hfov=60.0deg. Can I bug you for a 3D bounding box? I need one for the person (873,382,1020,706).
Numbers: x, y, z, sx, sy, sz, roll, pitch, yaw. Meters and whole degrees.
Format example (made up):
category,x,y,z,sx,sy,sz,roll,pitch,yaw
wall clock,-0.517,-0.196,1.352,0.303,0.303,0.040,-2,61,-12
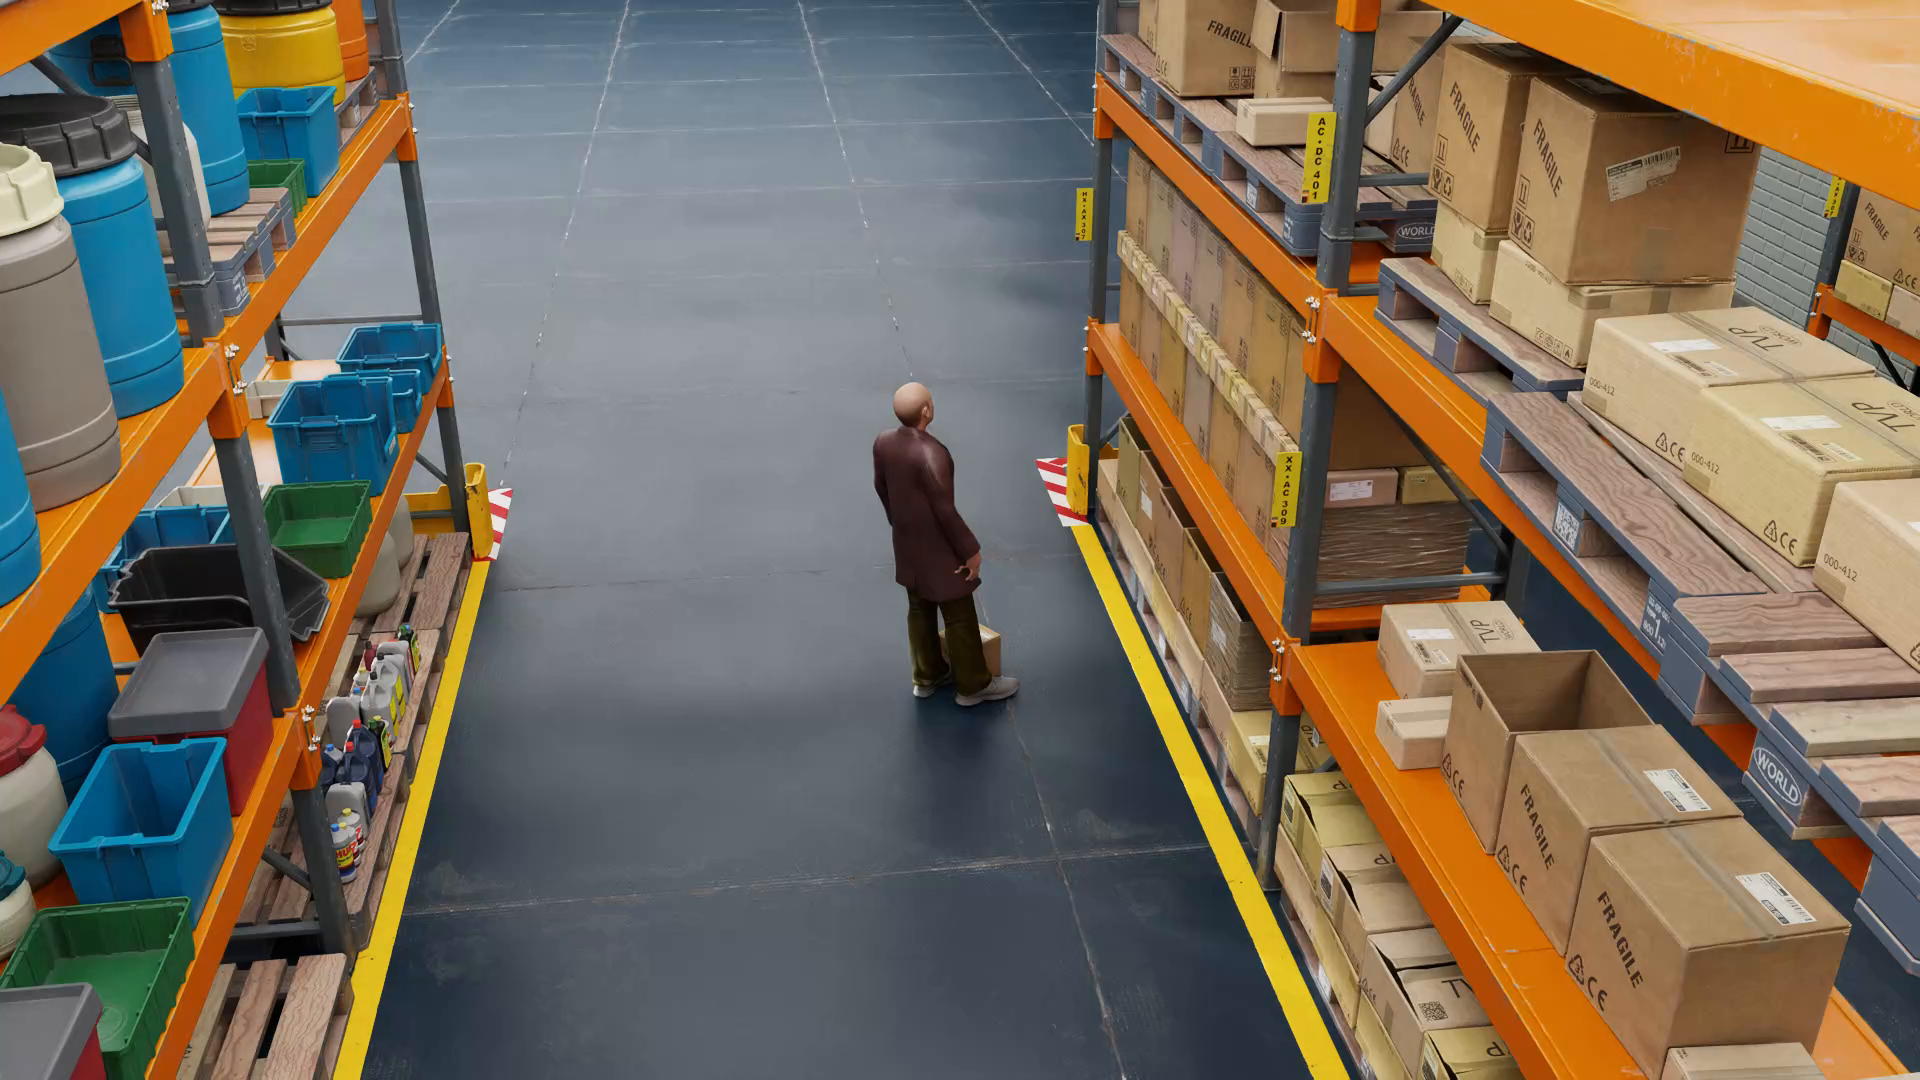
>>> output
category,x,y,z,sx,sy,sz,roll,pitch,yaw
person,-0.086,-0.004,8.620,0.579,1.779,0.698,-21,33,-35
